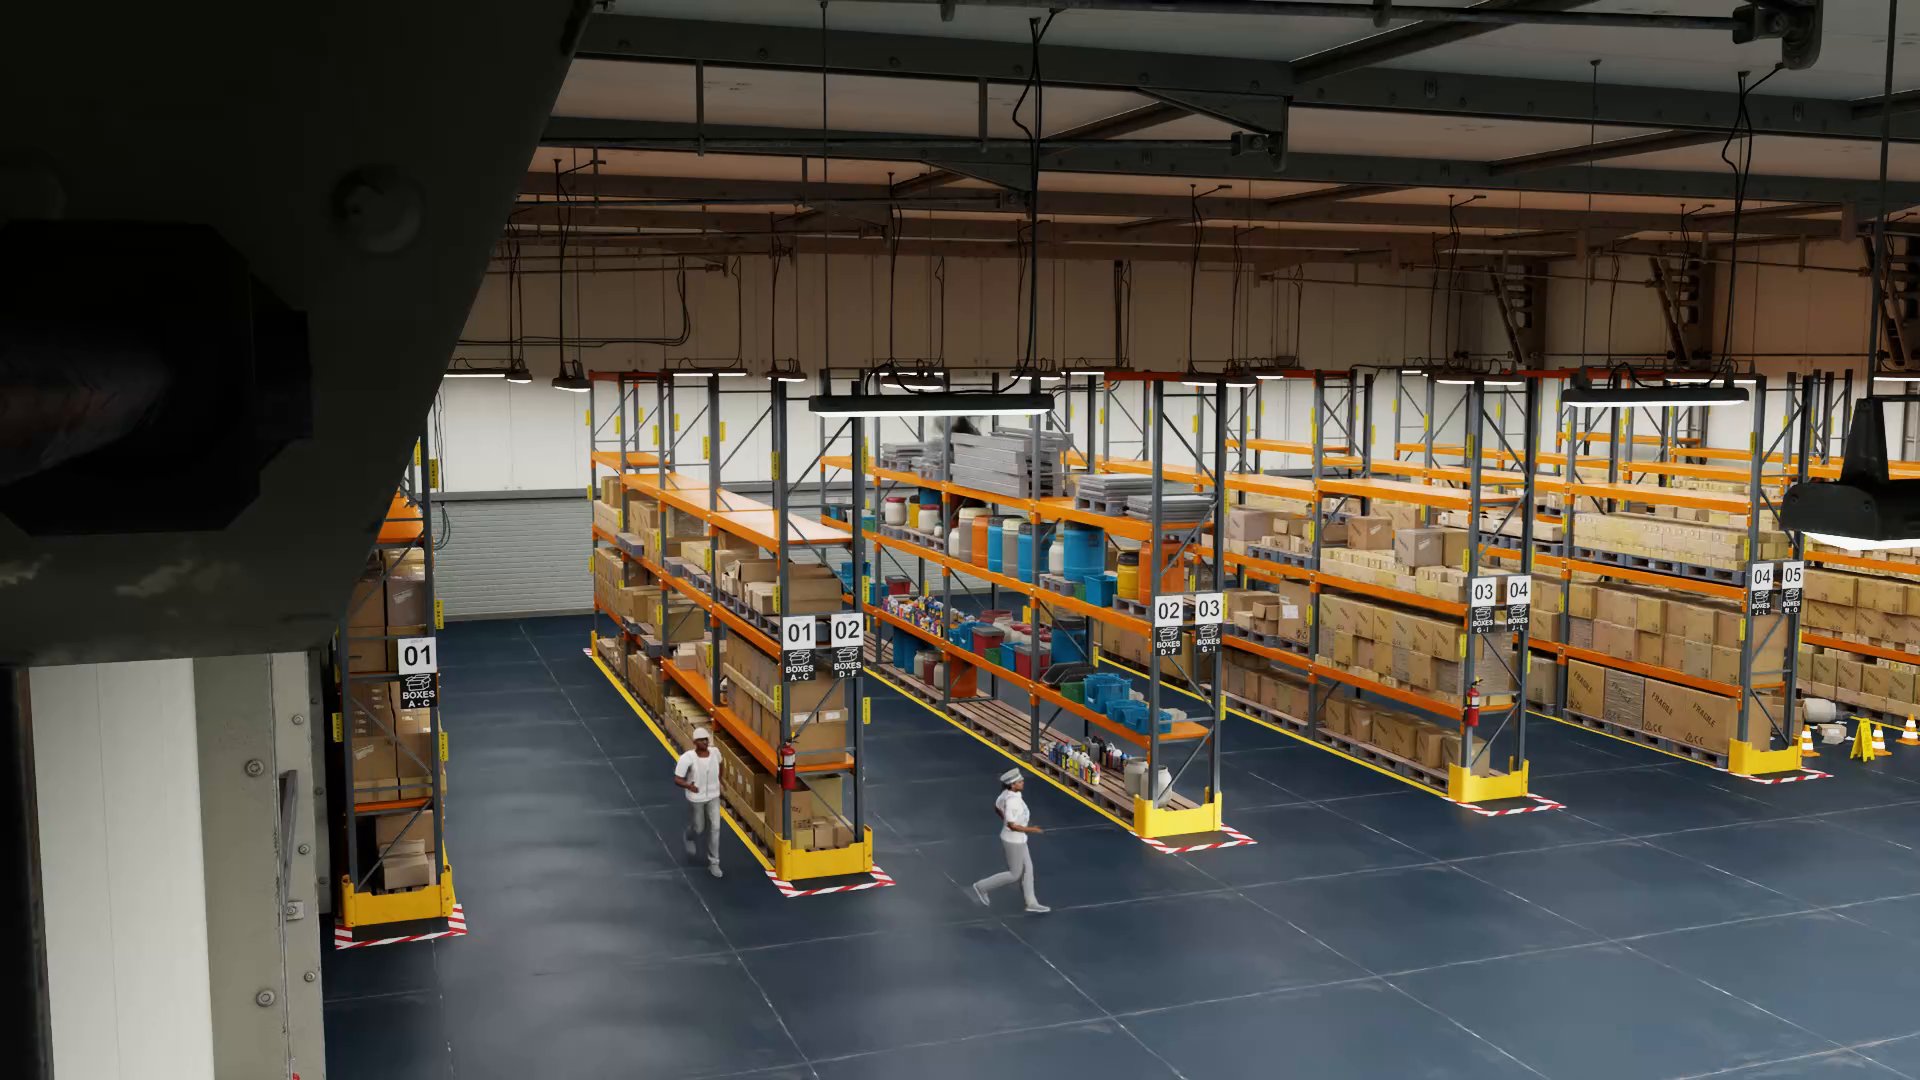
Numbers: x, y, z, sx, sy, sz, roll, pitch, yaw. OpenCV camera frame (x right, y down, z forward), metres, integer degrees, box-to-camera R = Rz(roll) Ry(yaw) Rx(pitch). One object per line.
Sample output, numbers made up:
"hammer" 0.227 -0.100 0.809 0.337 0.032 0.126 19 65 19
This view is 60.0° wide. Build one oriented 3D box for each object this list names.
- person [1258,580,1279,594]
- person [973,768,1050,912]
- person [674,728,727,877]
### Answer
"person" 7.531 0.861 41.199 0.961 1.729 0.764 3 7 28
"person" 0.587 3.397 18.813 0.879 1.676 0.590 0 6 -1
"person" -3.170 3.175 20.449 0.700 1.771 0.963 -4 7 -29
